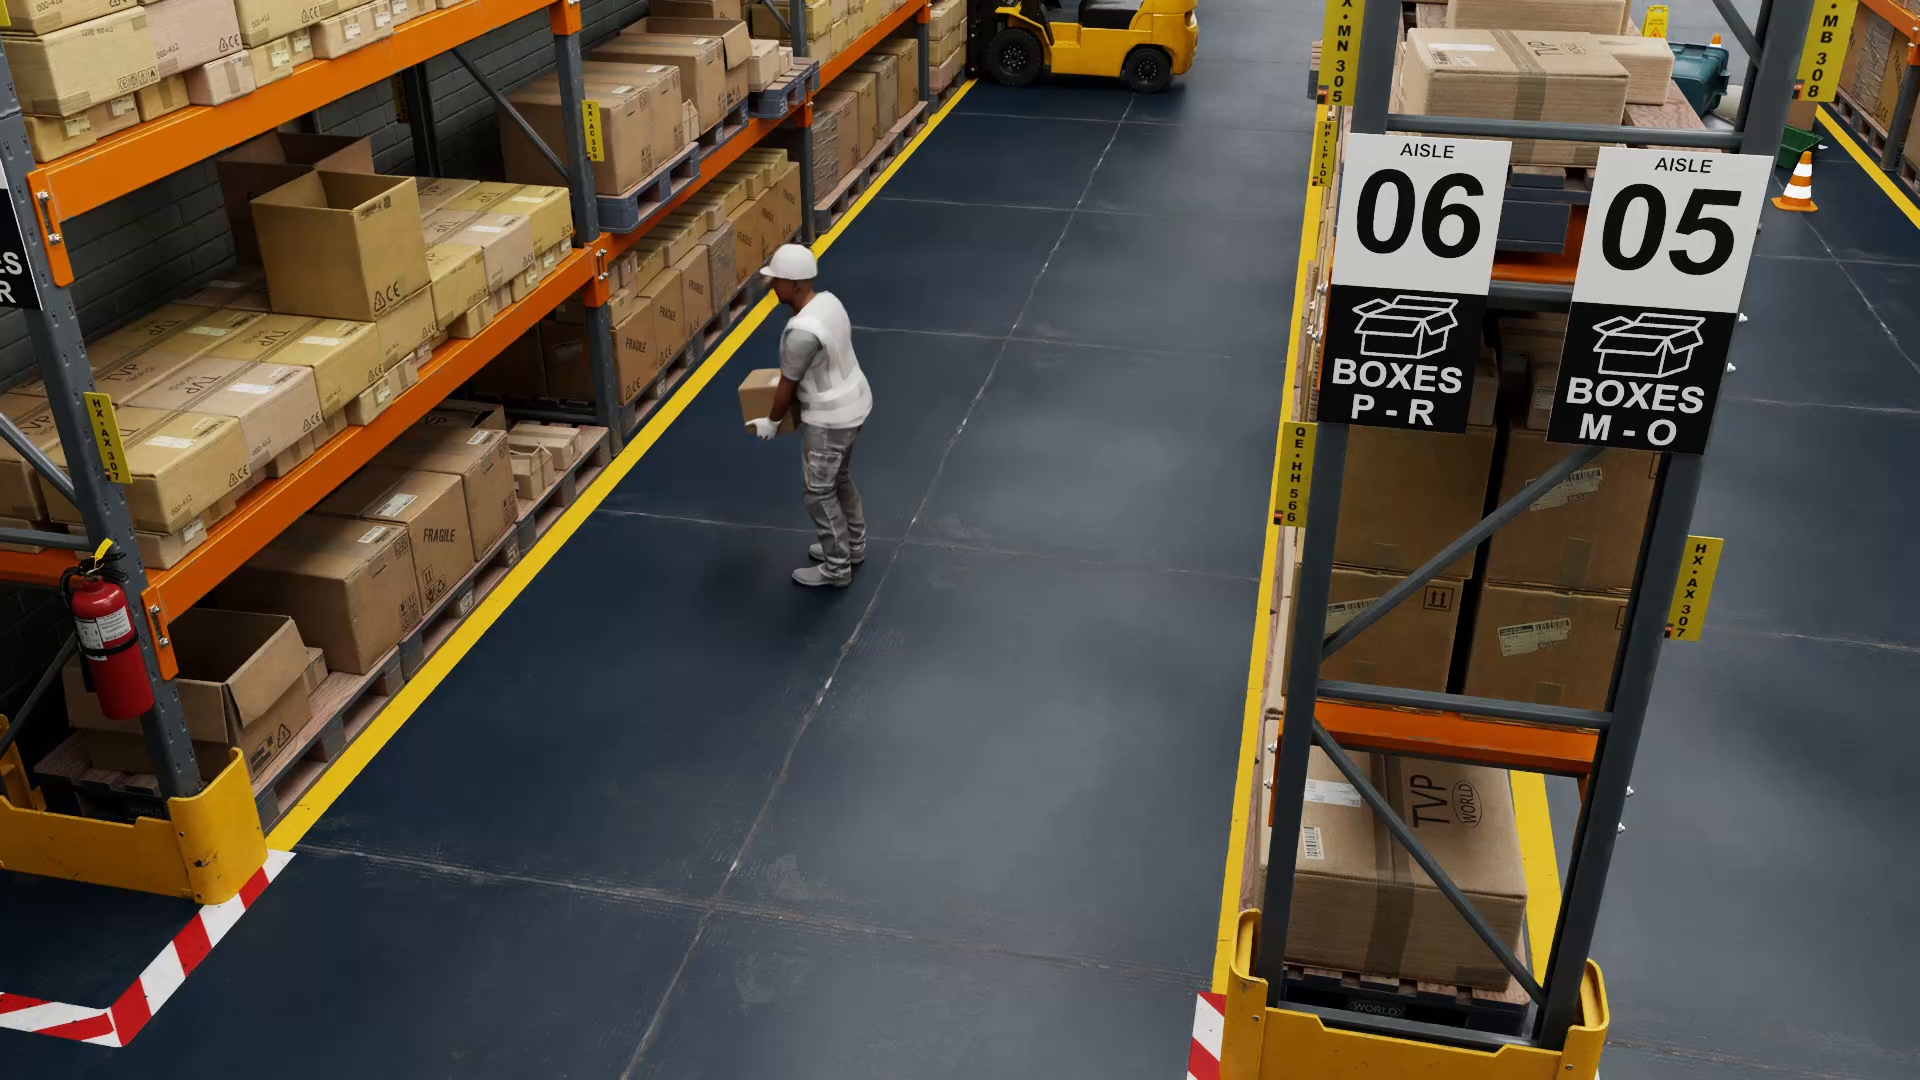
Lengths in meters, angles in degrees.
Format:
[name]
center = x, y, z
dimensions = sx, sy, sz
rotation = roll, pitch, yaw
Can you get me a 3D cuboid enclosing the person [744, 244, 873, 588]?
[person]
center = -0.747, -0.615, 8.257
dimensions = 0.604, 1.761, 0.487
rotation = 5, 29, 10
